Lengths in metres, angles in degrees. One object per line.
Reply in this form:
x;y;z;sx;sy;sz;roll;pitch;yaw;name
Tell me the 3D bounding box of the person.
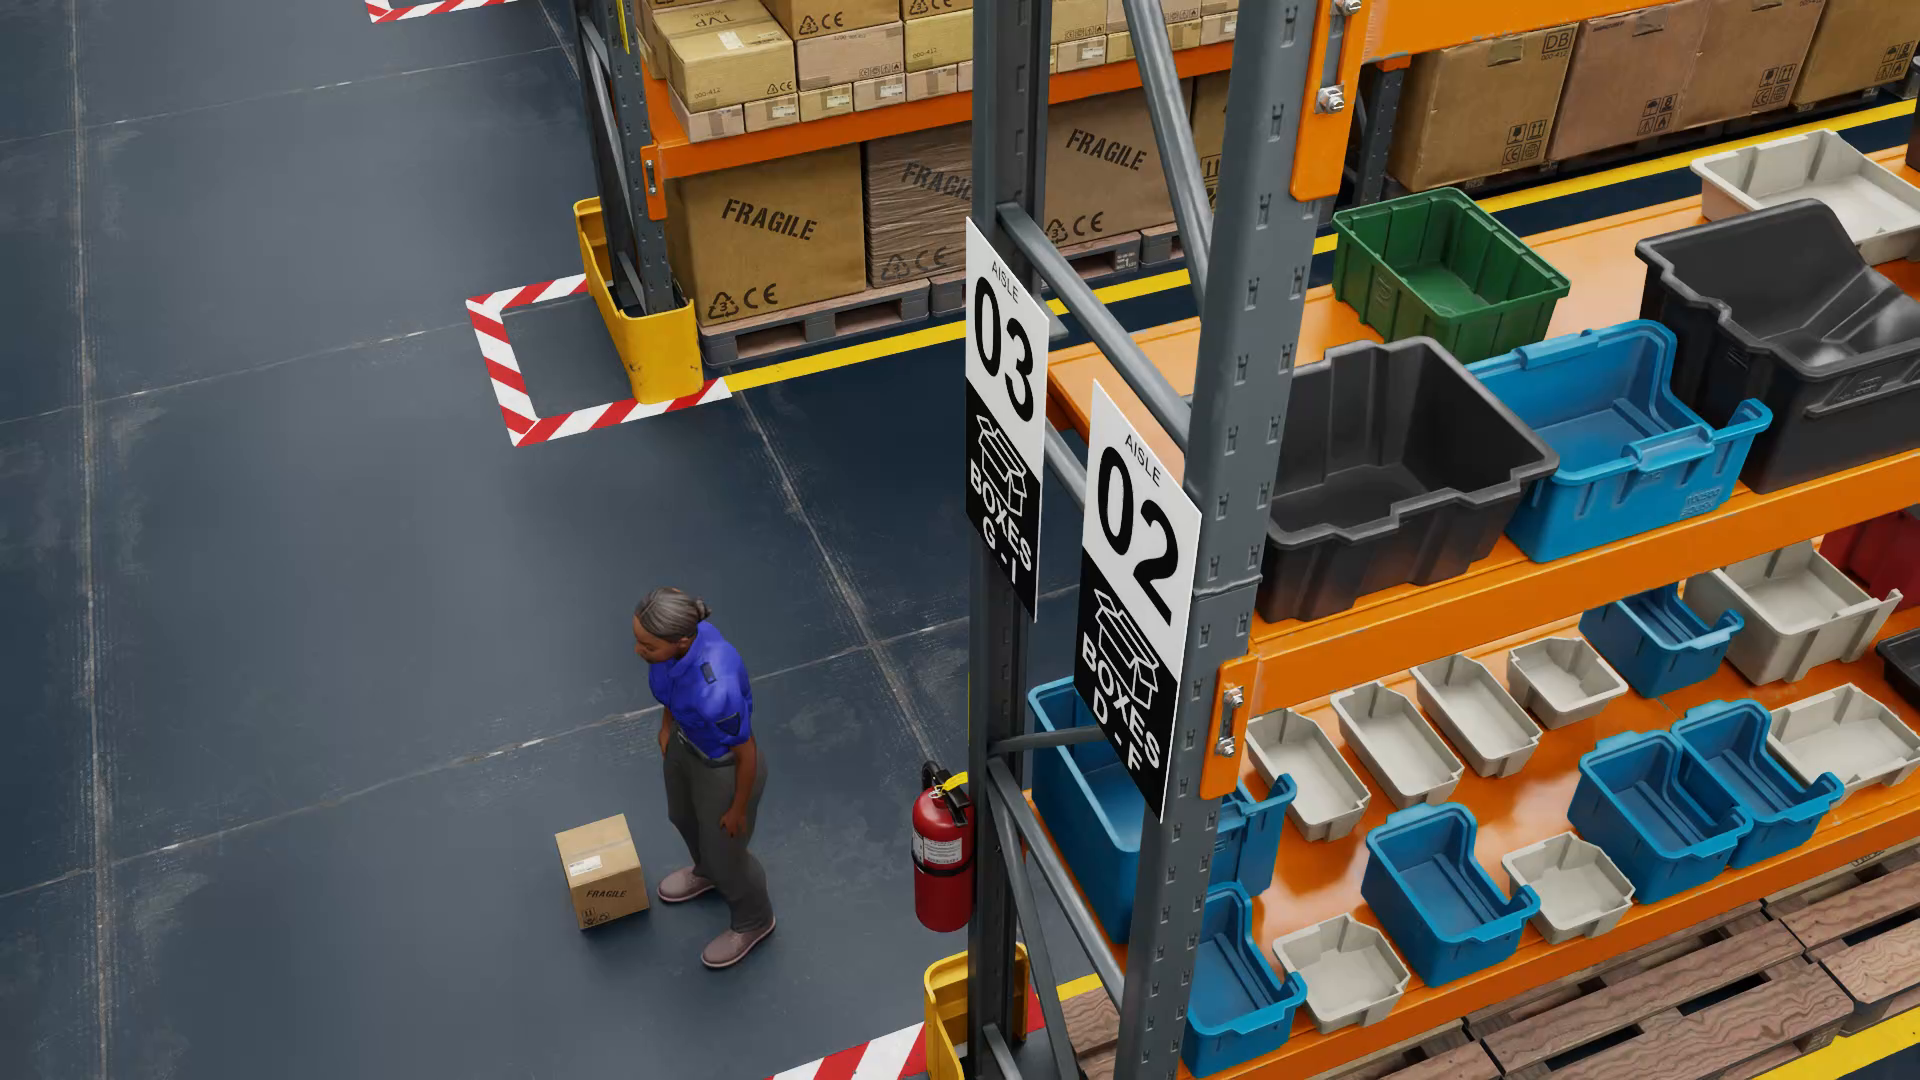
-0.825;0.723;5.361;0.348;1.653;0.519;-26;48;-26;person
